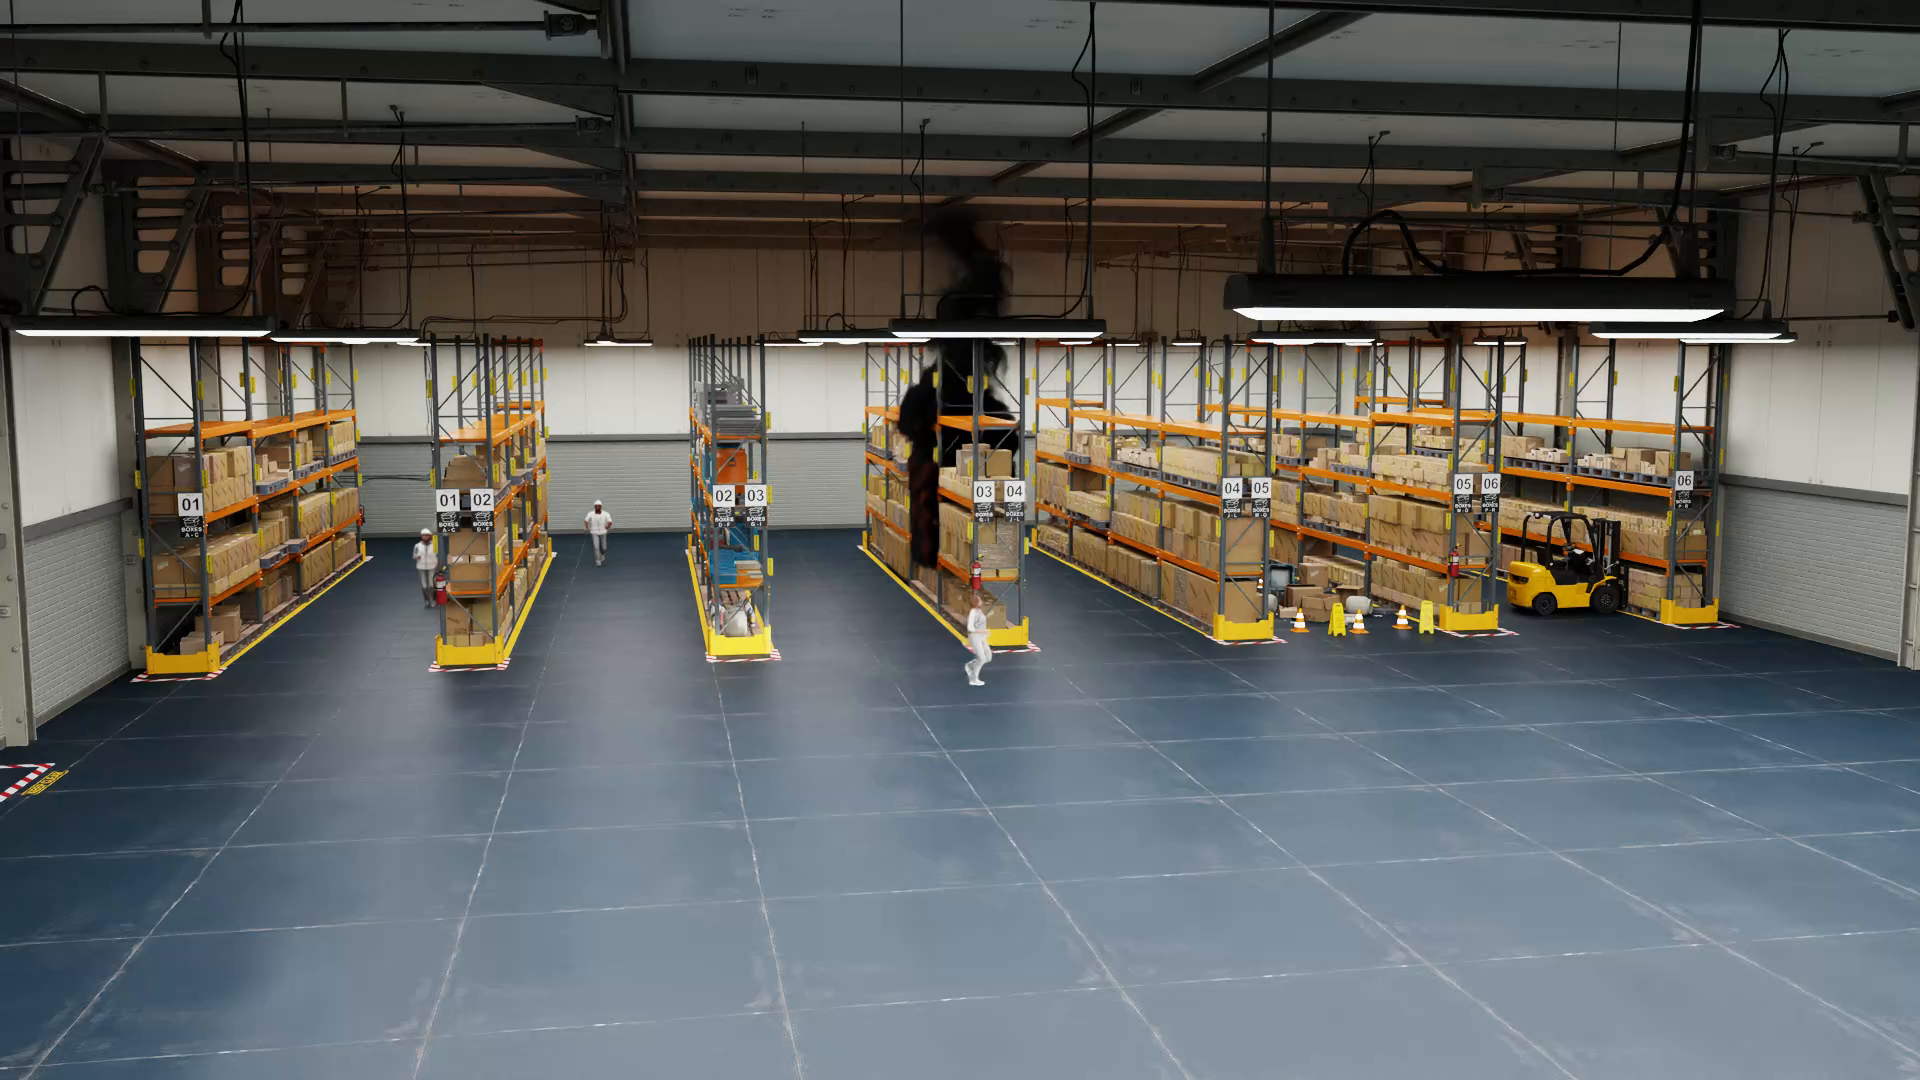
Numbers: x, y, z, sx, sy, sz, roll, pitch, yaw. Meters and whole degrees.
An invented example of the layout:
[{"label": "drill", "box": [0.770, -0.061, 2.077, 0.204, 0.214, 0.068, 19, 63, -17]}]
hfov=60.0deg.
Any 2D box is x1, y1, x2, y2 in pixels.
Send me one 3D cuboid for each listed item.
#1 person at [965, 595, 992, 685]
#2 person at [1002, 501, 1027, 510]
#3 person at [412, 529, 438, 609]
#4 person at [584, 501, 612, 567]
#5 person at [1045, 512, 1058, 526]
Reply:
[{"label": "person", "box": [0.313, 1.707, 28.353, 0.552, 1.553, 0.530, 2, 7, 20]}, {"label": "person", "box": [1.636, -0.763, 49.340, 0.724, 1.710, 0.742, -6, 9, -41]}, {"label": "person", "box": [-11.774, 0.646, 36.768, 0.641, 1.779, 0.658, -1, 7, -10]}, {"label": "person", "box": [-9.578, -0.175, 44.034, 0.712, 1.730, 0.796, -2, 7, -15]}, {"label": "person", "box": [2.844, -0.806, 50.026, 0.657, 1.593, 0.741, 1, 7, 8]}]
